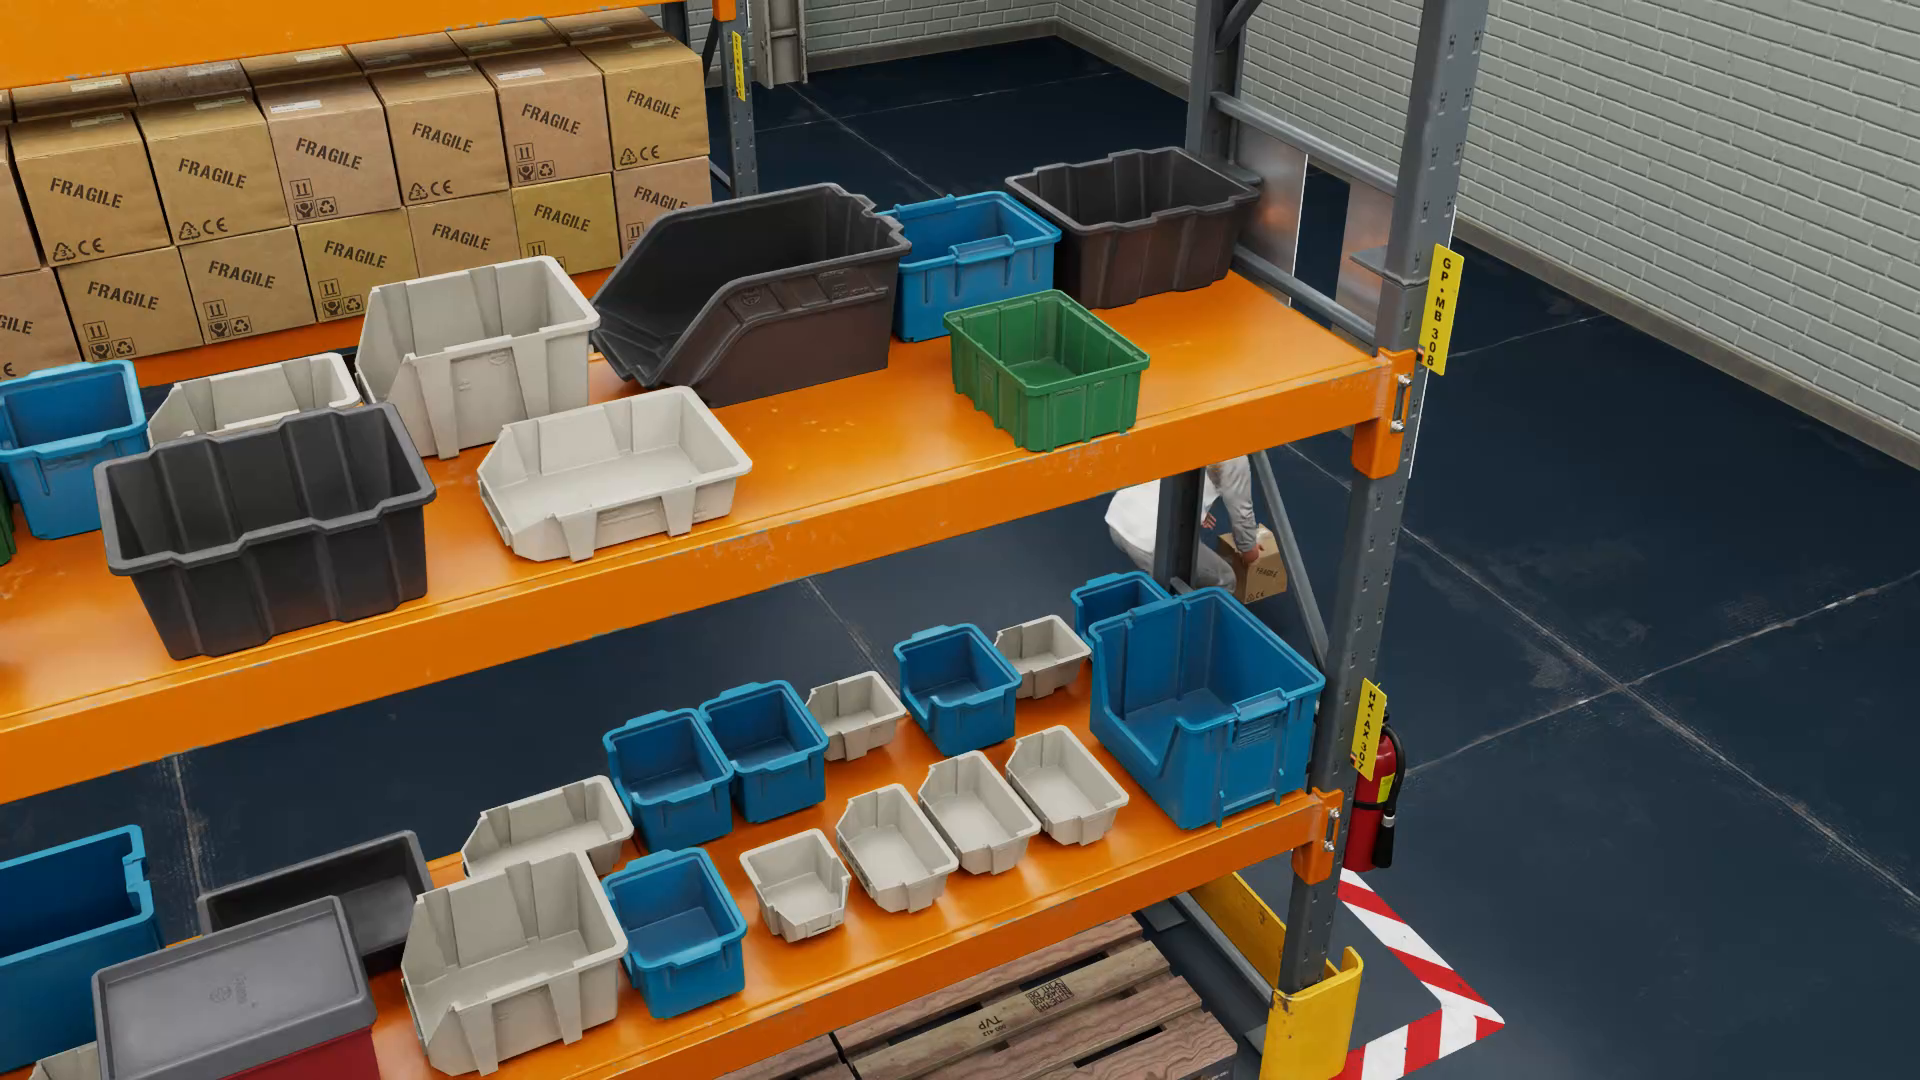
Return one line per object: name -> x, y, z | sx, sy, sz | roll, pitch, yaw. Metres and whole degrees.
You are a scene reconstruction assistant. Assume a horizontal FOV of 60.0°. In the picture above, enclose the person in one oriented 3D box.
person -> 1.044, -0.100, 7.652 | 0.797, 1.363, 0.590 | -16, 36, -23
